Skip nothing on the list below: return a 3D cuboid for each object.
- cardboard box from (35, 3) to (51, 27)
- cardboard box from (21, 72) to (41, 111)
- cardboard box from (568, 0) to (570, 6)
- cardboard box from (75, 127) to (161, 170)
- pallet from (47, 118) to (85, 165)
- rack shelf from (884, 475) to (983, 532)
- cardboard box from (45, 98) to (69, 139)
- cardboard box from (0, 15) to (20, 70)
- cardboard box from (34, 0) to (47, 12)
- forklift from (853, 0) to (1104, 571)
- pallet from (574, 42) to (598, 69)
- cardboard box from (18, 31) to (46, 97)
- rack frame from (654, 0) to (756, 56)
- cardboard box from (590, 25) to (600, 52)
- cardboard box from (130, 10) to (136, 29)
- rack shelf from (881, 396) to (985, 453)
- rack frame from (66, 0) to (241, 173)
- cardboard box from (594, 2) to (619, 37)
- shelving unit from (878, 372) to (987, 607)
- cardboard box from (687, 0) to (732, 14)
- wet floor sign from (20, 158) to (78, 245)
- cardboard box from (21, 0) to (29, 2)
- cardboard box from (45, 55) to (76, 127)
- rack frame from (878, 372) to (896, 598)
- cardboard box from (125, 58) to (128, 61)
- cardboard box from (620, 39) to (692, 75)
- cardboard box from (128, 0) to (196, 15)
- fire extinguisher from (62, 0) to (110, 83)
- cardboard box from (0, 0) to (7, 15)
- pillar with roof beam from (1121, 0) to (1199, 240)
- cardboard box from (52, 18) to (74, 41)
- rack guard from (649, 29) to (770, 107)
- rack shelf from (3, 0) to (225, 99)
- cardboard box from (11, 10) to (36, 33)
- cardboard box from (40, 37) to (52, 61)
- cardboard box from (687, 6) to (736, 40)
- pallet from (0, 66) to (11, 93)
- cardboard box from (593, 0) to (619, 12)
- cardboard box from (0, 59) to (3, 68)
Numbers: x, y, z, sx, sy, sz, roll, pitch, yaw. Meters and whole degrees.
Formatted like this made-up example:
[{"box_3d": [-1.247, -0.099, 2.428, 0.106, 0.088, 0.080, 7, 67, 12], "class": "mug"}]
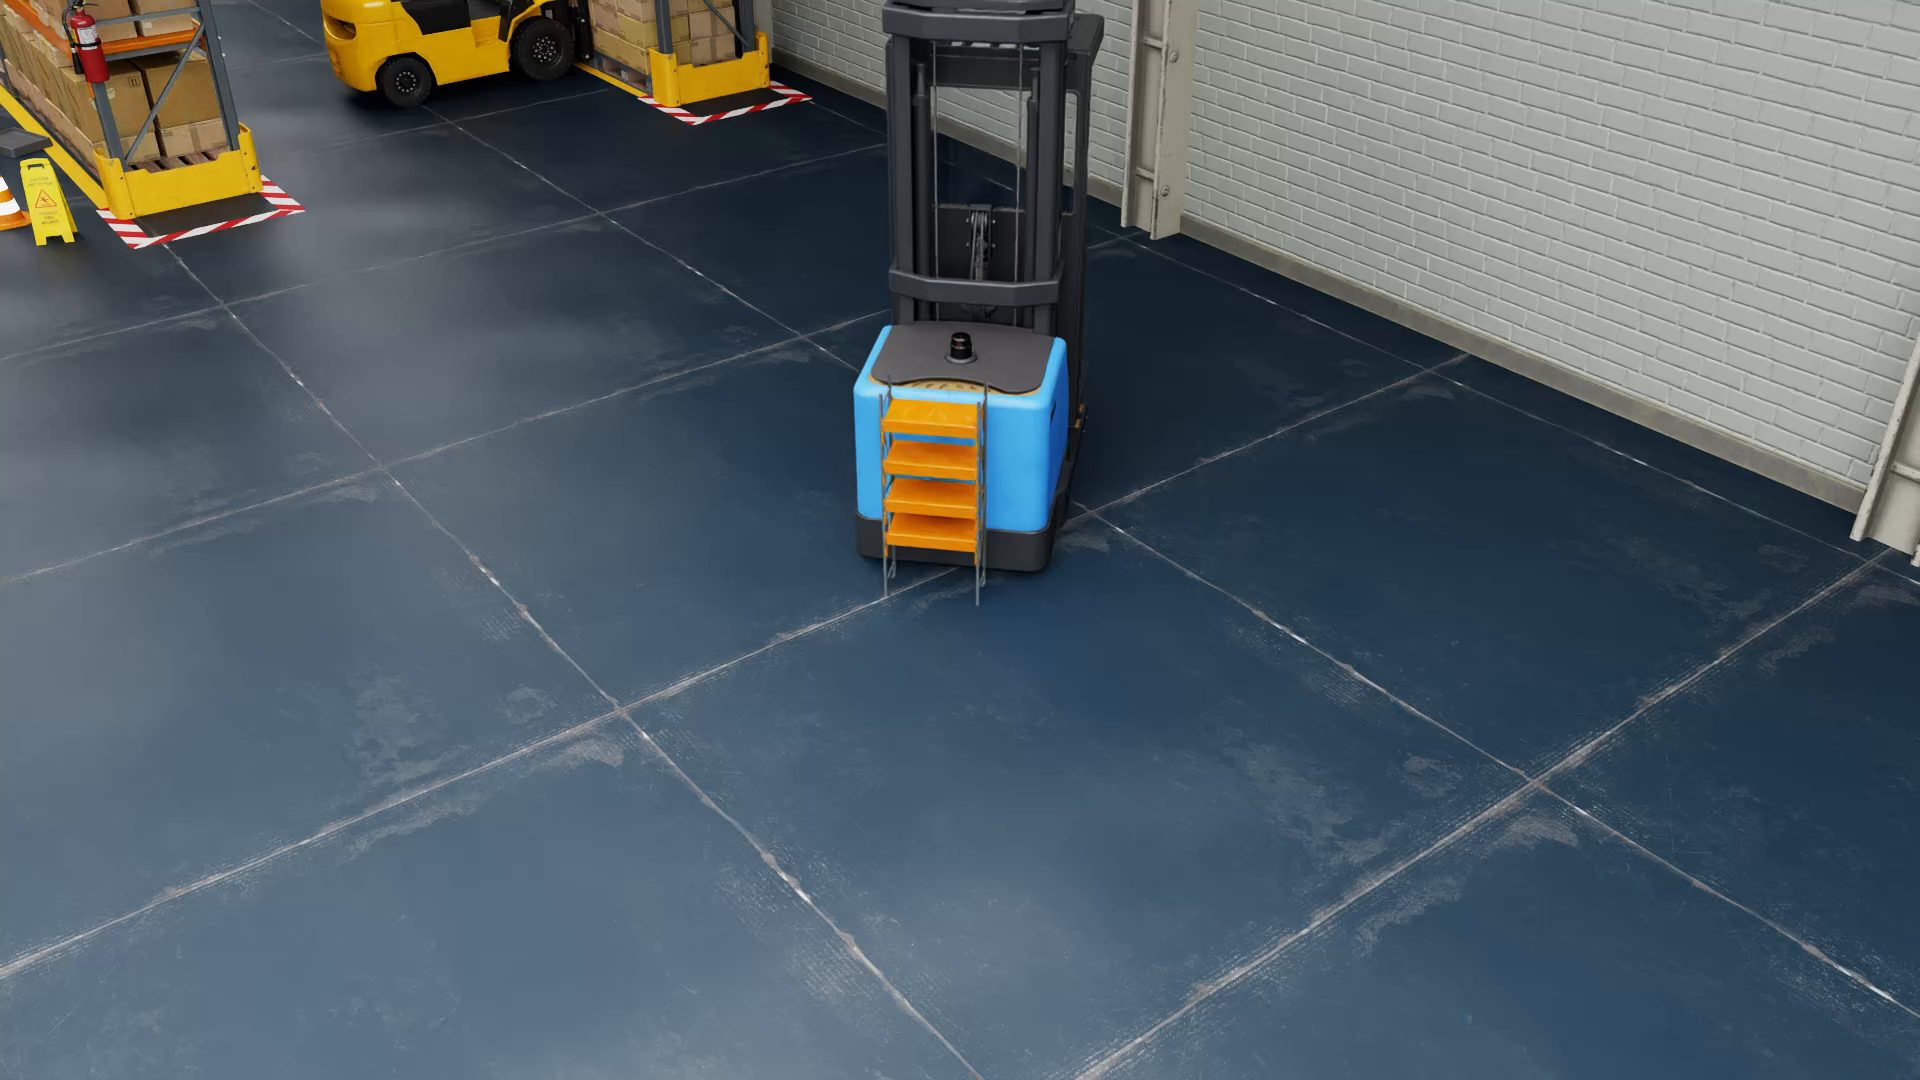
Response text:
[{"box_3d": [-7.323, -4.329, 13.616, 0.380, 0.149, 0.250, -22, 38, -31], "class": "cardboard box"}, {"box_3d": [-8.328, -4.194, 15.368, 0.500, 0.250, 0.500, -20, 37, -29], "class": "cardboard box"}, {"box_3d": [-3.923, -5.631, 17.208, 0.500, 0.250, 0.500, -22, 38, -32], "class": "cardboard box"}, {"box_3d": [-7.083, -3.339, 13.991, 0.500, 0.250, 0.500, -22, 38, -32], "class": "cardboard box"}, {"box_3d": [-7.621, -3.774, 15.126, 1.003, 0.211, 1.213, -22, 38, -31], "class": "pallet"}, {"box_3d": [-0.131, -0.188, 8.543, 0.480, 0.148, 0.258, 5, 32, 8], "class": "rack shelf"}, {"box_3d": [-7.705, -3.764, 14.675, 0.500, 0.250, 0.500, -24, 39, -33], "class": "cardboard box"}, {"box_3d": [-8.664, -4.731, 15.522, 0.500, 0.500, 0.500, -20, 37, -29], "class": "cardboard box"}, {"box_3d": [-7.214, -4.585, 13.412, 0.500, 0.500, 0.500, -22, 38, -31], "class": "cardboard box"}, {"box_3d": [0.191, -1.842, 9.438, 1.130, 2.935, 3.031, 5, 32, 8], "class": "forklift"}, {"box_3d": [-3.687, -5.305, 17.591, 1.003, 0.211, 1.213, -22, 38, -31], "class": "pallet"}, {"box_3d": [-8.010, -4.295, 14.820, 0.500, 0.500, 0.500, -20, 37, -29], "class": "cardboard box"}, {"box_3d": [-2.441, -5.676, 15.546, 1.000, 3.000, 0.127, -22, 38, -31], "class": "rack frame"}, {"box_3d": [-3.576, -5.202, 16.990, 0.500, 0.250, 0.500, -22, 38, -31], "class": "cardboard box"}, {"box_3d": [-6.571, -4.271, 13.522, 0.380, 0.149, 0.250, -22, 38, -31], "class": "cardboard box"}, {"box_3d": [-0.131, -0.579, 8.299, 0.480, 0.148, 0.258, 5, 32, 8], "class": "rack shelf"}, {"box_3d": [-6.360, -4.069, 12.958, 1.000, 3.000, 0.127, -22, 38, -31], "class": "rack frame"}, {"box_3d": [-3.286, -5.213, 16.535, 0.500, 0.250, 0.500, -23, 38, -32], "class": "cardboard box"}, {"box_3d": [-0.131, -0.245, 8.507, 0.503, 1.200, 0.258, 5, 32, 8], "class": "shelving unit"}, {"box_3d": [-2.586, -5.373, 16.318, 0.500, 0.250, 0.500, -23, 39, -32], "class": "cardboard box"}, {"box_3d": [-7.088, -2.643, 12.894, 0.267, 0.644, 0.232, -10, 33, -15], "class": "wet floor sign"}, {"box_3d": [-7.919, -4.762, 14.312, 0.380, 0.149, 0.250, -22, 38, -32], "class": "cardboard box"}, {"box_3d": [-7.380, -3.863, 14.125, 0.500, 0.500, 0.500, -21, 37, -30], "class": "cardboard box"}, {"box_3d": [-0.372, -0.267, 8.542, 0.015, 1.200, 0.240, 5, 32, 8], "class": "rack frame"}, {"box_3d": [-6.975, -4.049, 14.424, 0.500, 0.500, 0.500, -24, 39, -33], "class": "cardboard box"}, {"box_3d": [-2.979, -4.780, 16.311, 0.500, 0.250, 0.500, -22, 38, -31], "class": "cardboard box"}, {"box_3d": [-6.431, -4.525, 13.315, 0.500, 0.500, 0.500, -23, 39, -32], "class": "cardboard box"}, {"box_3d": [-6.654, -3.839, 12.661, 0.296, 0.674, 0.183, -22, 38, -31], "class": "fire extinguisher"}, {"box_3d": [-8.635, -4.935, 15.236, 0.380, 0.149, 0.250, -22, 38, -31], "class": "cardboard box"}, {"box_3d": [-1.877, -4.913, 8.631, 9.100, 9.000, 0.400, -22, 38, -31], "class": "pillar with roof beam"}, {"box_3d": [-7.001, -4.118, 13.276, 0.380, 0.149, 0.250, -23, 38, -32], "class": "cardboard box"}, {"box_3d": [-2.426, -4.604, 16.189, 1.175, 0.500, 0.348, -22, 38, -31], "class": "rack guard"}, {"box_3d": [-7.586, -4.597, 14.490, 1.077, 0.370, 4.000, -22, 38, -31], "class": "rack shelf"}, {"box_3d": [-8.151, -4.610, 14.713, 0.380, 0.149, 0.250, -20, 37, -29], "class": "cardboard box"}, {"box_3d": [-7.487, -4.160, 13.987, 0.380, 0.149, 0.250, -22, 38, -31], "class": "cardboard box"}, {"box_3d": [-2.565, -5.162, 16.452, 0.500, 0.250, 0.500, -21, 38, -31], "class": "cardboard box"}, {"box_3d": [-9.291, -4.875, 16.899, 1.003, 0.211, 1.213, -22, 38, -31], "class": "pallet"}, {"box_3d": [-3.288, -5.413, 16.383, 0.500, 0.250, 0.500, -22, 38, -31], "class": "cardboard box"}, {"box_3d": [-9.136, -5.016, 16.575, 0.950, 0.372, 0.625, -22, 38, -31], "class": "cardboard box"}]
